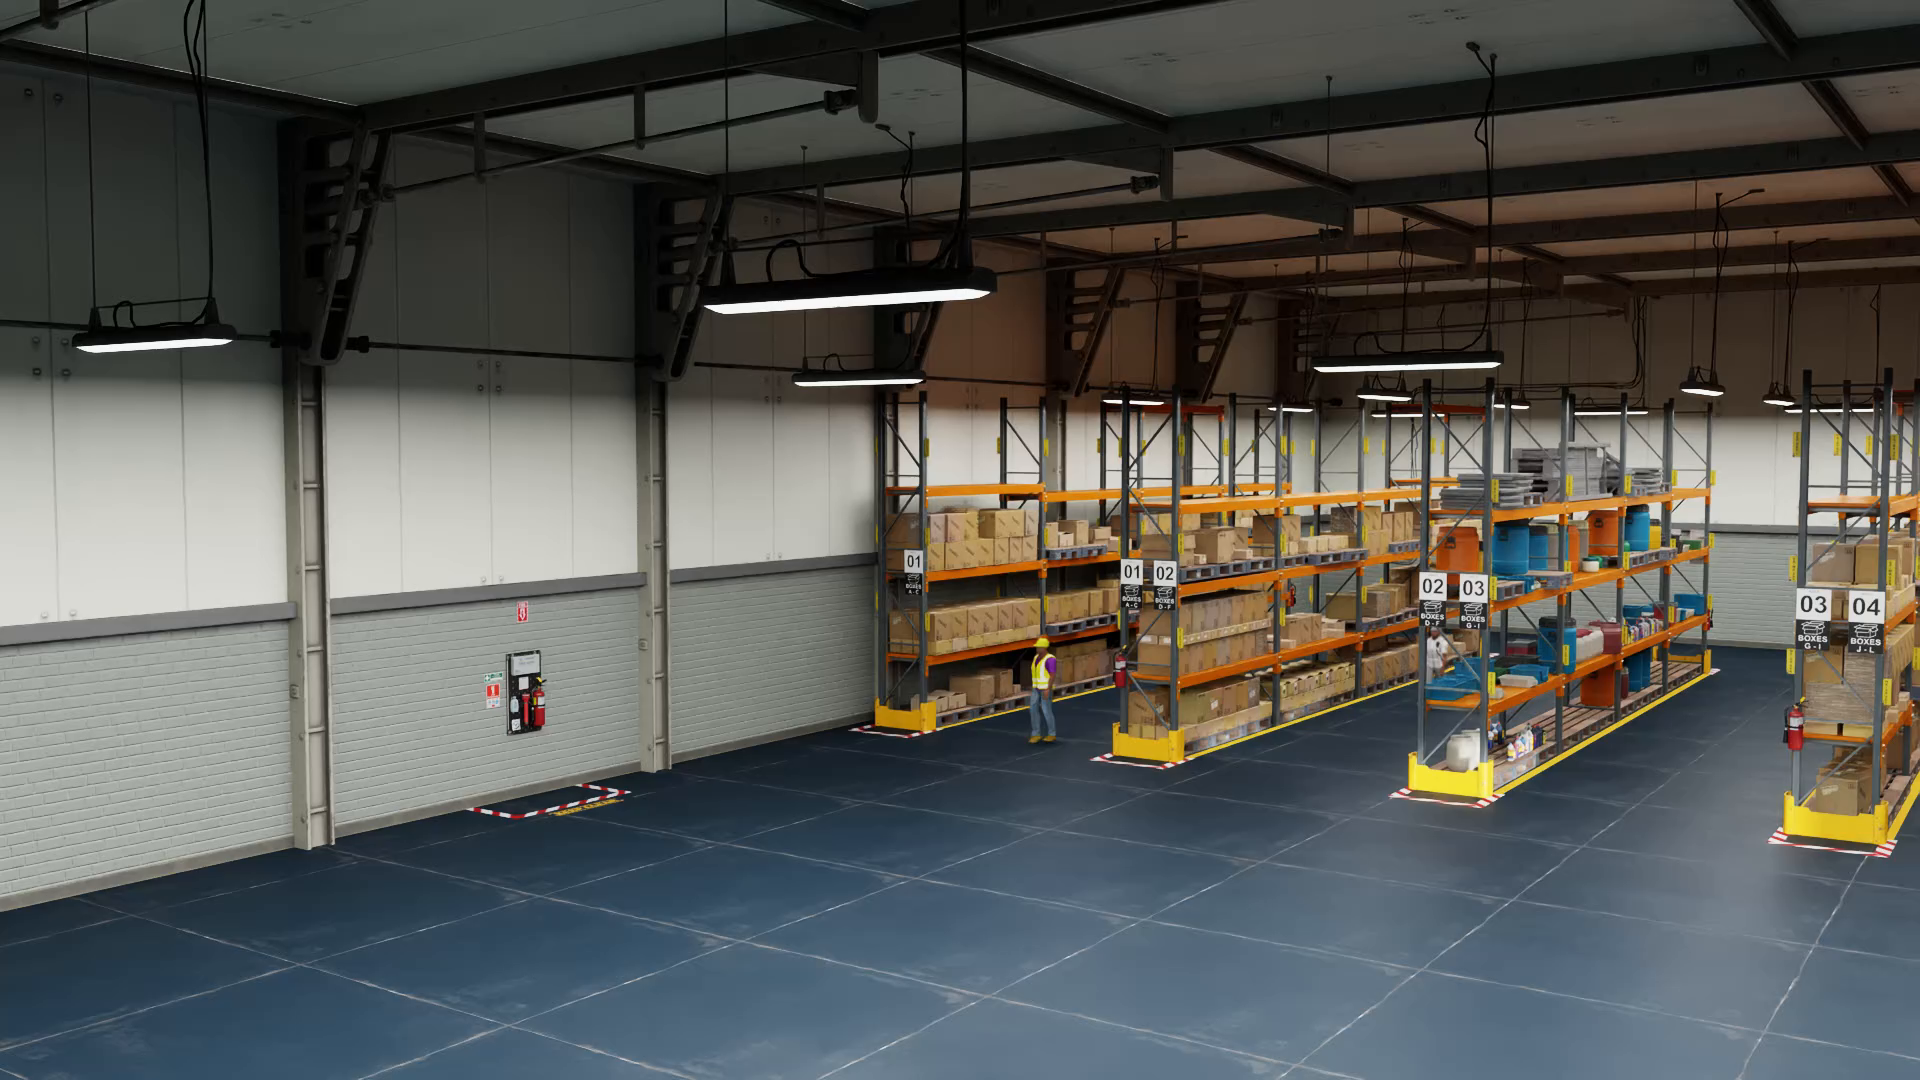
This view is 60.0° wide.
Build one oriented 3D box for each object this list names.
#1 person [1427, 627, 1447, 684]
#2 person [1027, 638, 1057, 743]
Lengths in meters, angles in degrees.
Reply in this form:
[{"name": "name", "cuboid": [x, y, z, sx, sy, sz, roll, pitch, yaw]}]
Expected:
[{"name": "person", "cuboid": [9.076, 2.410, 31.734, 0.429, 1.620, 1.068, 1, 3, 20]}, {"name": "person", "cuboid": [1.405, 2.574, 28.239, 0.519, 1.837, 0.633, -2, 4, -34]}]
